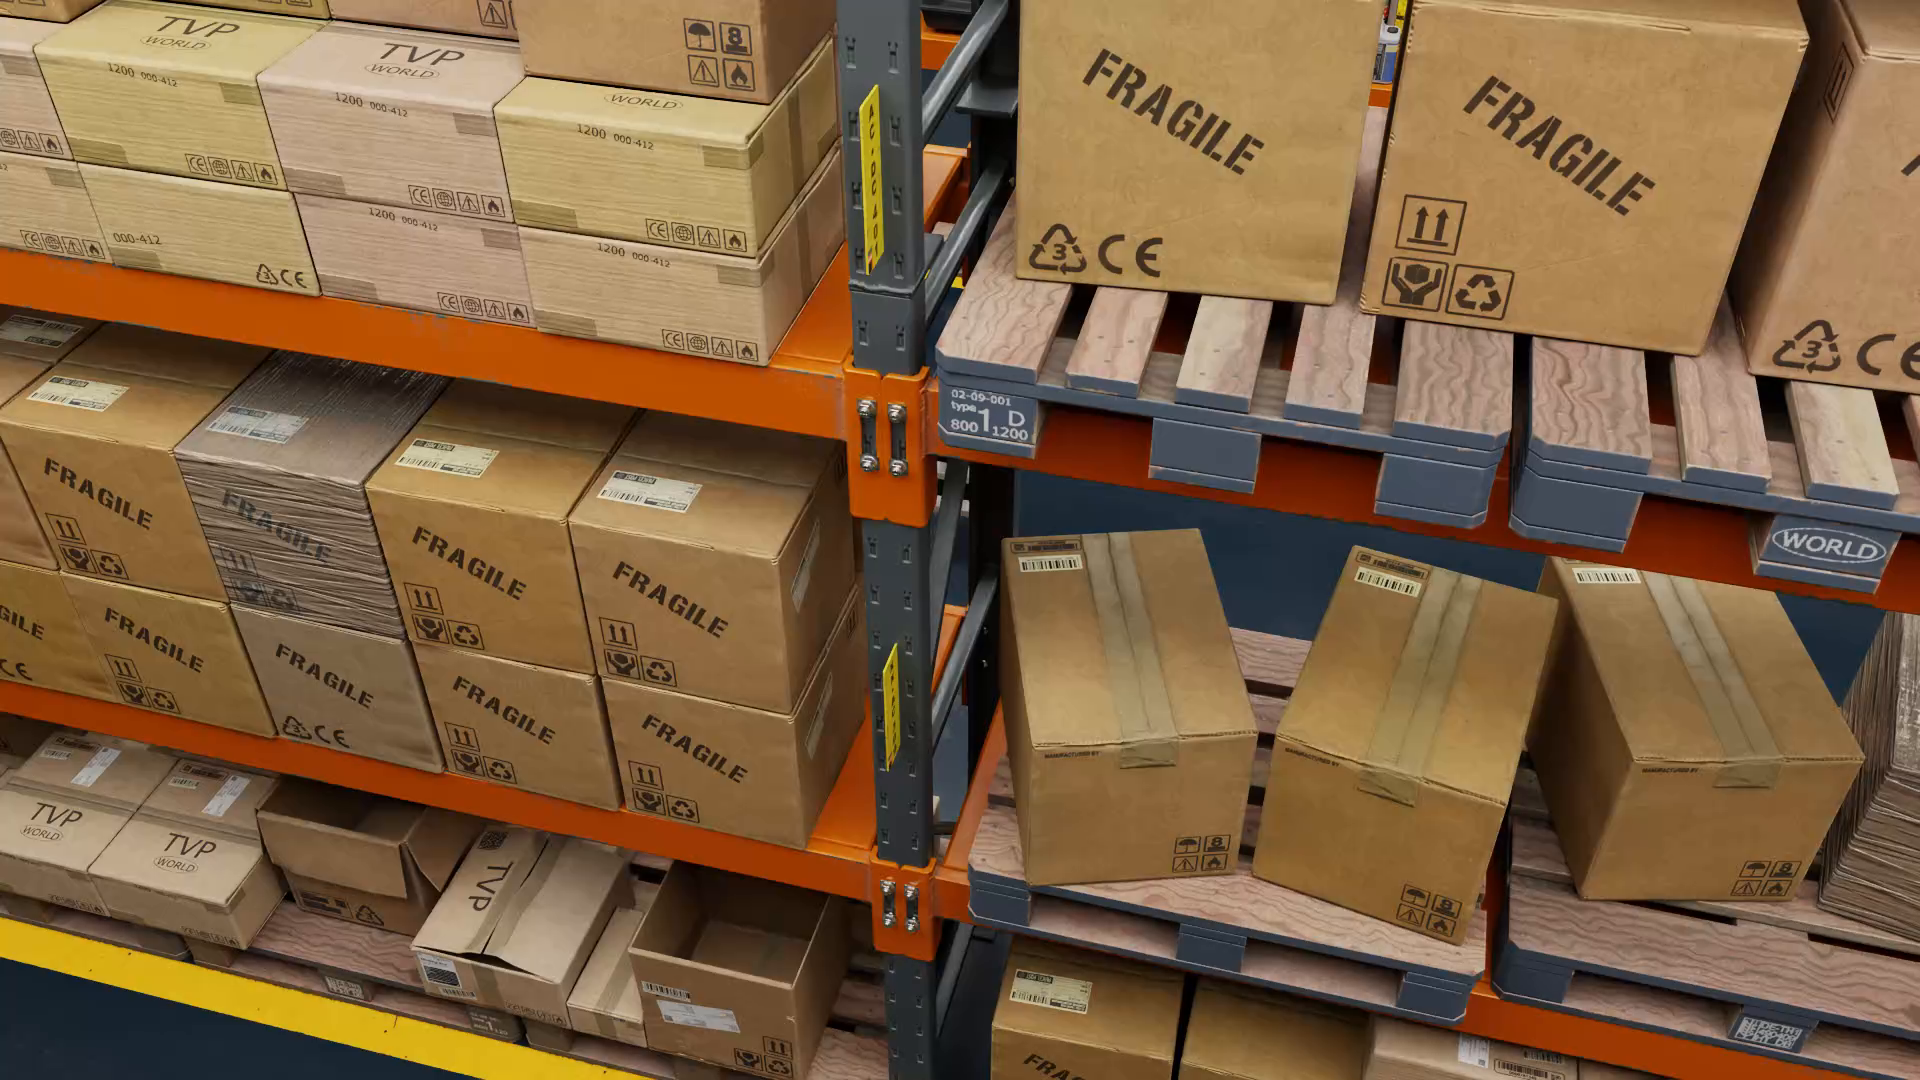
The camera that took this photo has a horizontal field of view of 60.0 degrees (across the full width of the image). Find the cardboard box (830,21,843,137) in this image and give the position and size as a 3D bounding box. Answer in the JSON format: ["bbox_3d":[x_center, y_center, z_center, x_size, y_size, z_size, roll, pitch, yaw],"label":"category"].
[{"bbox_3d":[-0.427,-1.142,3.673,0.500,0.250,0.500,10,41,11],"label":"cardboard box"}]

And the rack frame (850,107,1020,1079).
[{"bbox_3d":[-0.021,0.376,4.470,0.127,3.000,1.000,10,41,11],"label":"rack frame"}]

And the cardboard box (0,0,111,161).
[{"bbox_3d":[-2.008,-1.072,3.590,0.500,0.250,0.500,10,41,11],"label":"cardboard box"}]

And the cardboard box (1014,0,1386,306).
[{"bbox_3d":[0.446,-0.881,3.152,0.600,0.600,0.600,6,40,7],"label":"cardboard box"}]

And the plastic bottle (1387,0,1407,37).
[{"bbox_3d":[2.198,-2.643,8.103,0.185,0.351,0.144,10,41,11],"label":"plastic bottle"}]

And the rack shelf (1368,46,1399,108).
[{"bbox_3d":[3.195,-2.093,7.969,4.000,0.370,1.077,10,41,11],"label":"rack shelf"}]

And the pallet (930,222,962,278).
[{"bbox_3d":[0.543,-1.731,9.147,1.213,0.211,1.003,10,41,11],"label":"pallet"}]

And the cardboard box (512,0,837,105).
[{"bbox_3d":[-0.501,-1.251,3.220,0.500,0.500,0.700,10,41,11],"label":"cardboard box"}]

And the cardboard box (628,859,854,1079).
[{"bbox_3d":[-0.645,1.246,5.035,0.500,0.500,0.500,10,41,11],"label":"cardboard box"}]

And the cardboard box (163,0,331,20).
[{"bbox_3d":[-1.432,-1.502,3.518,0.500,0.500,0.700,10,41,11],"label":"cardboard box"}]

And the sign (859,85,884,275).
[{"bbox_3d":[-0.154,-0.632,2.936,0.005,0.325,0.100,10,41,11],"label":"sign"}]

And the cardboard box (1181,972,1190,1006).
[{"bbox_3d":[0.530,1.069,5.247,0.500,0.500,0.500,10,41,11],"label":"cardboard box"}]

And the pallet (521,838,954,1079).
[{"bbox_3d":[-0.684,1.329,5.504,1.213,0.211,1.003,10,41,11],"label":"pallet"}]

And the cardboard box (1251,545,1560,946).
[{"bbox_3d":[1.059,0.469,3.954,0.500,0.500,0.700,16,43,18],"label":"cardboard box"}]

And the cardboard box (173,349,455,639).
[{"bbox_3d":[-1.559,-0.136,4.224,0.500,0.500,0.500,10,41,12],"label":"cardboard box"}]

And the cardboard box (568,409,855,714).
[{"bbox_3d":[-0.577,0.032,4.025,0.500,0.500,0.500,10,41,12],"label":"cardboard box"}]

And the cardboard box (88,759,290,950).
[{"bbox_3d":[-2.467,1.028,5.489,0.500,0.250,0.500,10,41,11],"label":"cardboard box"}]

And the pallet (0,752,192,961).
[{"bbox_3d":[-3.041,0.923,5.987,1.213,0.211,1.003,10,41,11],"label":"pallet"}]

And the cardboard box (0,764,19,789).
[{"bbox_3d":[-3.328,0.952,5.645,0.250,0.166,0.380,10,41,11],"label":"cardboard box"}]

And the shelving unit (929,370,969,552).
[{"bbox_3d":[-0.008,-0.346,6.962,0.210,0.900,0.258,10,41,11],"label":"shelving unit"}]

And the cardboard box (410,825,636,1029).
[{"bbox_3d":[-1.369,1.194,5.245,0.500,0.311,0.500,10,41,11],"label":"cardboard box"}]

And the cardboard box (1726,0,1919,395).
[{"bbox_3d":[1.736,-0.661,2.890,0.600,0.600,0.600,8,41,10],"label":"cardboard box"}]

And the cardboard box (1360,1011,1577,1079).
[{"bbox_3d":[1.349,1.276,4.417,0.500,0.250,0.500,10,41,12],"label":"cardboard box"}]

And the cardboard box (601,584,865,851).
[{"bbox_3d":[-0.570,0.414,4.347,0.500,0.500,0.500,10,41,12],"label":"cardboard box"}]

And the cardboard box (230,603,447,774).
[{"bbox_3d":[-1.566,0.245,4.548,0.500,0.500,0.500,11,41,12],"label":"cardboard box"}]

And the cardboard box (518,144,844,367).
[{"bbox_3d":[-0.560,-0.631,3.453,0.500,0.250,0.500,10,41,11],"label":"cardboard box"}]

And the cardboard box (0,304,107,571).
[{"bbox_3d":[-2.536,-0.304,4.425,0.500,0.500,0.500,10,41,12],"label":"cardboard box"}]

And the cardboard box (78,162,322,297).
[{"bbox_3d":[-1.525,-0.798,3.653,0.500,0.250,0.500,10,41,11],"label":"cardboard box"}]

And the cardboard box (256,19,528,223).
[{"bbox_3d":[-1.043,-0.904,3.390,0.500,0.250,0.500,10,41,11],"label":"cardboard box"}]

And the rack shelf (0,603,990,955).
[{"bbox_3d":[-1.953,0.319,5.097,4.000,0.370,1.077,10,41,11],"label":"rack shelf"}]

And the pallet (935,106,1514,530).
[{"bbox_3d":[0.591,-0.549,3.385,1.003,0.211,1.213,10,41,11],"label":"pallet"}]

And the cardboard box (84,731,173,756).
[{"bbox_3d":[-2.928,0.688,5.959,0.250,0.166,0.380,10,41,11],"label":"cardboard box"}]

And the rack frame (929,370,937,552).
[{"bbox_3d":[-0.106,-0.363,6.982,0.006,0.900,0.240,10,41,11],"label":"rack frame"}]

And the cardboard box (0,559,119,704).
[{"bbox_3d":[-2.541,0.078,4.747,0.500,0.500,0.500,10,41,11],"label":"cardboard box"}]

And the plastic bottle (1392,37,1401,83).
[{"bbox_3d":[2.070,-2.241,7.686,0.097,0.271,0.097,0,40,0],"label":"plastic bottle"}]

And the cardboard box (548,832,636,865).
[{"bbox_3d":[-1.209,0.951,5.647,0.250,0.166,0.380,10,41,11],"label":"cardboard box"}]

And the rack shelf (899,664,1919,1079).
[{"bbox_3d":[1.911,0.984,4.306,4.000,0.370,1.077,10,41,11],"label":"rack shelf"}]

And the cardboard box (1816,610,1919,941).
[{"bbox_3d":[2.371,0.536,3.875,0.500,0.500,0.700,17,43,20],"label":"cardboard box"}]

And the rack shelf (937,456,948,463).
[{"bbox_3d":[-0.008,-0.389,6.926,0.200,0.077,0.258,10,41,11],"label":"rack shelf"}]

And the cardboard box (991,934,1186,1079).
[{"bbox_3d":[0.383,1.396,4.856,0.500,0.500,0.500,8,41,9],"label":"cardboard box"}]

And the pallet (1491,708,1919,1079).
[{"bbox_3d":[1.963,0.794,4.122,1.213,0.211,1.003,10,41,11],"label":"pallet"}]

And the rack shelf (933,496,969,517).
[{"bbox_3d":[-0.008,-0.183,7.099,0.200,0.077,0.258,10,41,11],"label":"rack shelf"}]
